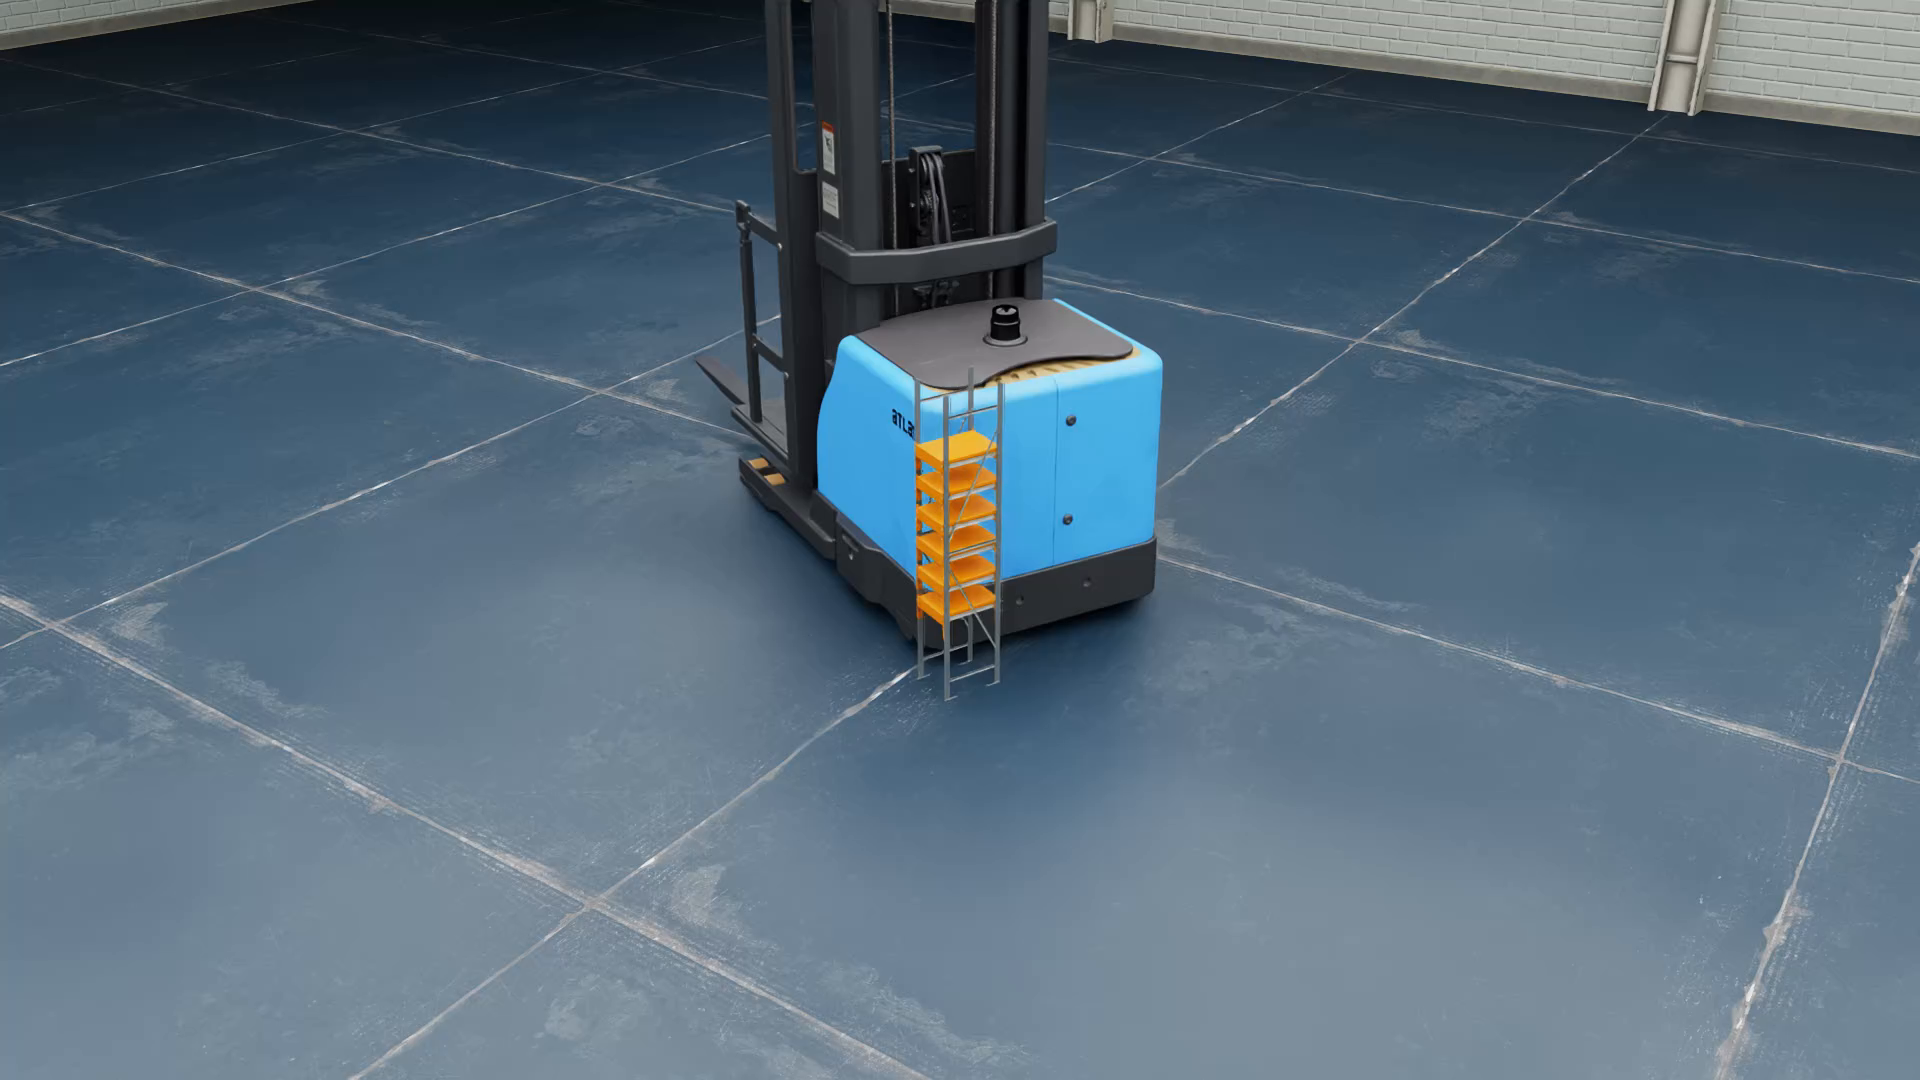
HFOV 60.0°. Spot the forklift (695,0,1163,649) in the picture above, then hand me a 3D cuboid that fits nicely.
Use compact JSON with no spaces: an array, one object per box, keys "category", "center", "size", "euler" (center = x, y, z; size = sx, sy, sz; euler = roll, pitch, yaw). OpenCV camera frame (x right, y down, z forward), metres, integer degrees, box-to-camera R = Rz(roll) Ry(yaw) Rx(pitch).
[{"category":"forklift","center":[-0.360,-1.528,7.020],"size":[1.130,2.935,3.031],"euler":[-14,30,-25]}]

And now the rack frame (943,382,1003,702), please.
[{"category":"rack frame","center":[0.045,0.028,5.872],"size":[0.240,1.200,0.006],"euler":[-16,31,-29]}]

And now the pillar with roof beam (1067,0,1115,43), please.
[{"category":"pillar with roof beam","center":[-1.043,-7.759,12.575],"size":[0.400,9.000,9.100],"euler":[17,32,30]}]

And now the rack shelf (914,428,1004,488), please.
[{"category":"rack shelf","center":[-0.004,-0.288,5.798],"size":[0.258,0.103,0.180],"euler":[-16,31,-29]}]

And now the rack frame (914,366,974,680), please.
[{"category":"rack frame","center":[-0.054,-0.042,6.009],"size":[0.240,1.200,0.006],"euler":[-16,31,-29]}]

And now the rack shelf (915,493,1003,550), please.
[{"category":"rack shelf","center":[-0.004,-0.074,5.907],"size":[0.258,0.103,0.180],"euler":[-16,31,-29]}]

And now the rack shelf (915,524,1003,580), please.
[{"category":"rack shelf","center":[-0.004,0.033,5.961],"size":[0.258,0.103,0.180],"euler":[-16,31,-29]}]

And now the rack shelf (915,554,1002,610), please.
[{"category":"rack shelf","center":[-0.004,0.140,6.015],"size":[0.258,0.103,0.180],"euler":[-16,31,-29]}]

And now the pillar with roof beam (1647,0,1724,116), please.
[{"category":"pillar with roof beam","center":[3.902,-6.218,9.547],"size":[0.400,9.000,9.100],"euler":[17,32,30]}]

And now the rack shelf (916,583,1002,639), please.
[{"category":"rack shelf","center":[-0.004,0.246,6.070],"size":[0.258,0.103,0.180],"euler":[-16,31,-29]}]

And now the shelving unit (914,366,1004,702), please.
[{"category":"shelving unit","center":[-0.004,-0.007,5.941],"size":[0.258,1.200,0.189],"euler":[-16,31,-29]}]

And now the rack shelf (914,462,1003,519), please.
[{"category":"rack shelf","center":[-0.004,-0.181,5.852],"size":[0.258,0.103,0.180],"euler":[-16,31,-29]}]
